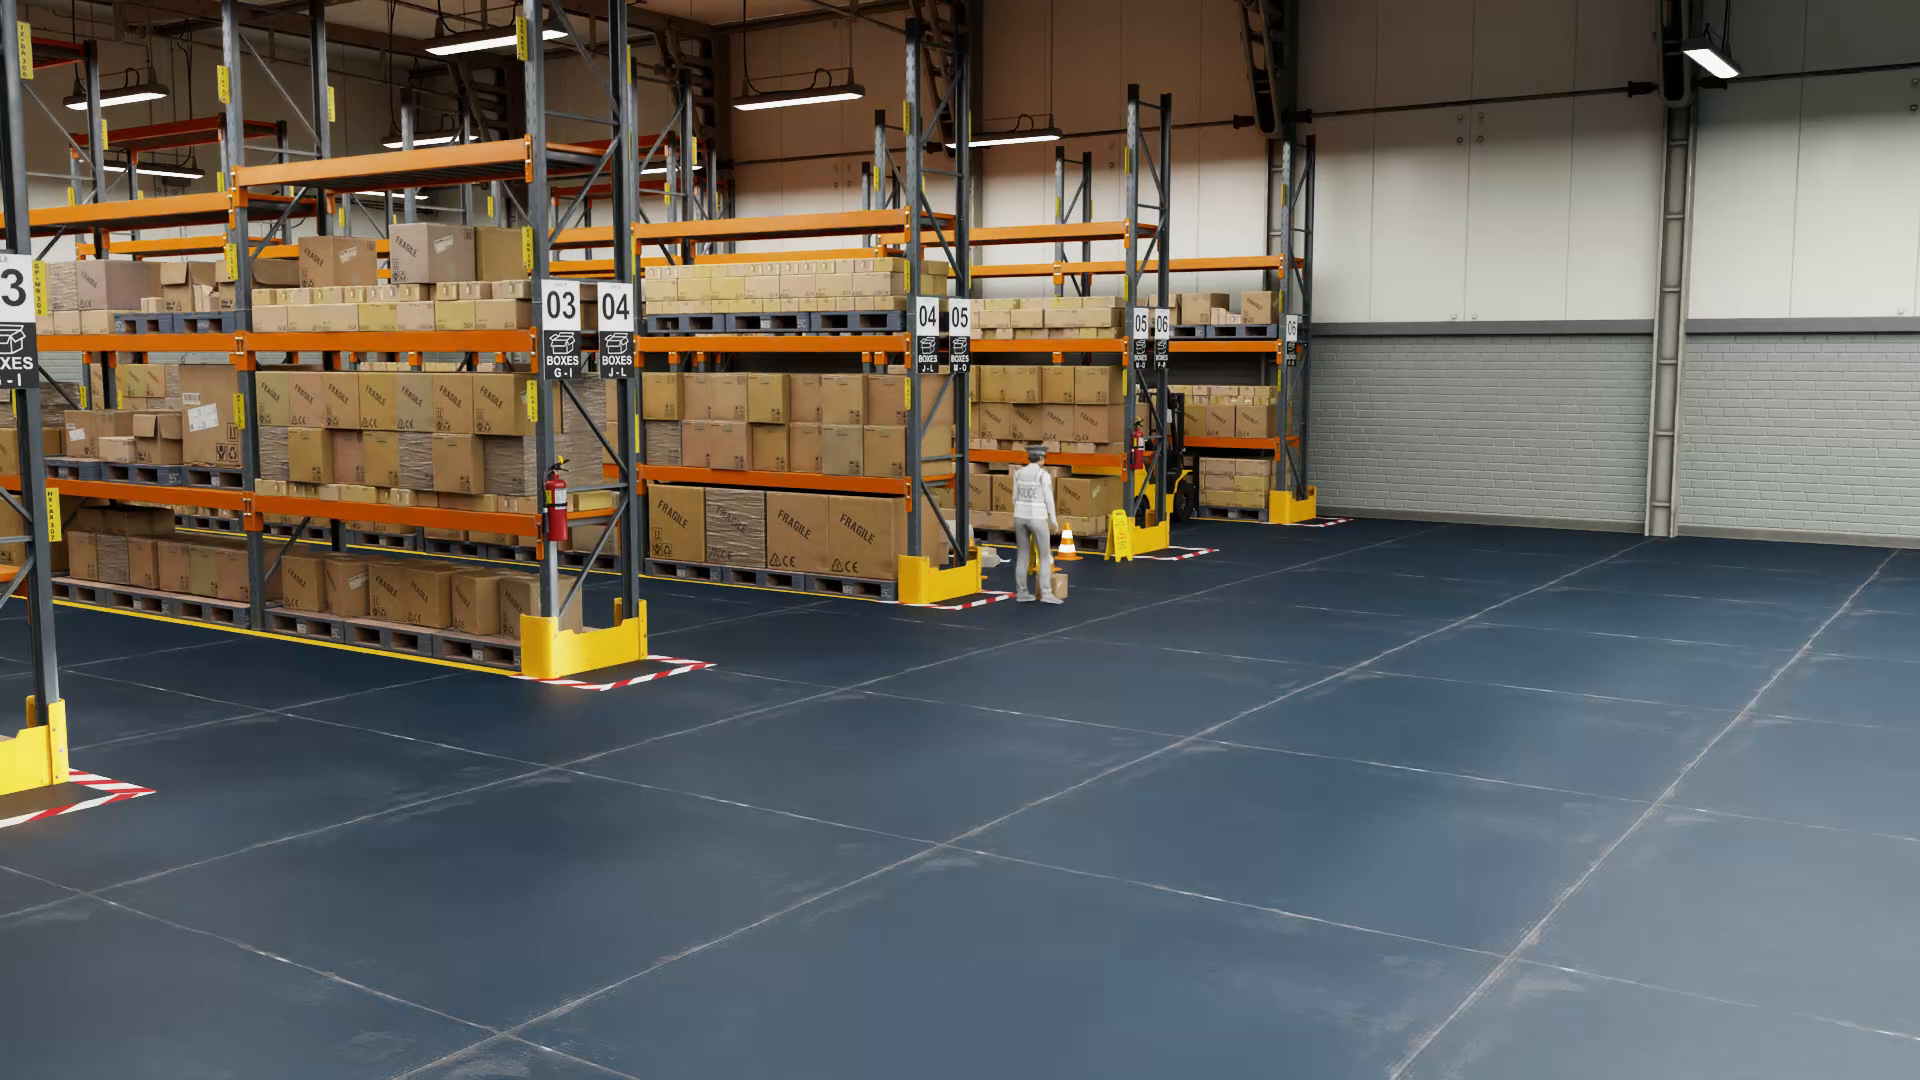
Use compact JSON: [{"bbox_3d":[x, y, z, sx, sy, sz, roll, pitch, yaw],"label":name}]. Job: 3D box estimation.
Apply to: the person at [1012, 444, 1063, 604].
[{"bbox_3d":[0.784,-0.159,17.449,0.523,1.691,0.423,4,8,34],"label":"person"}]
